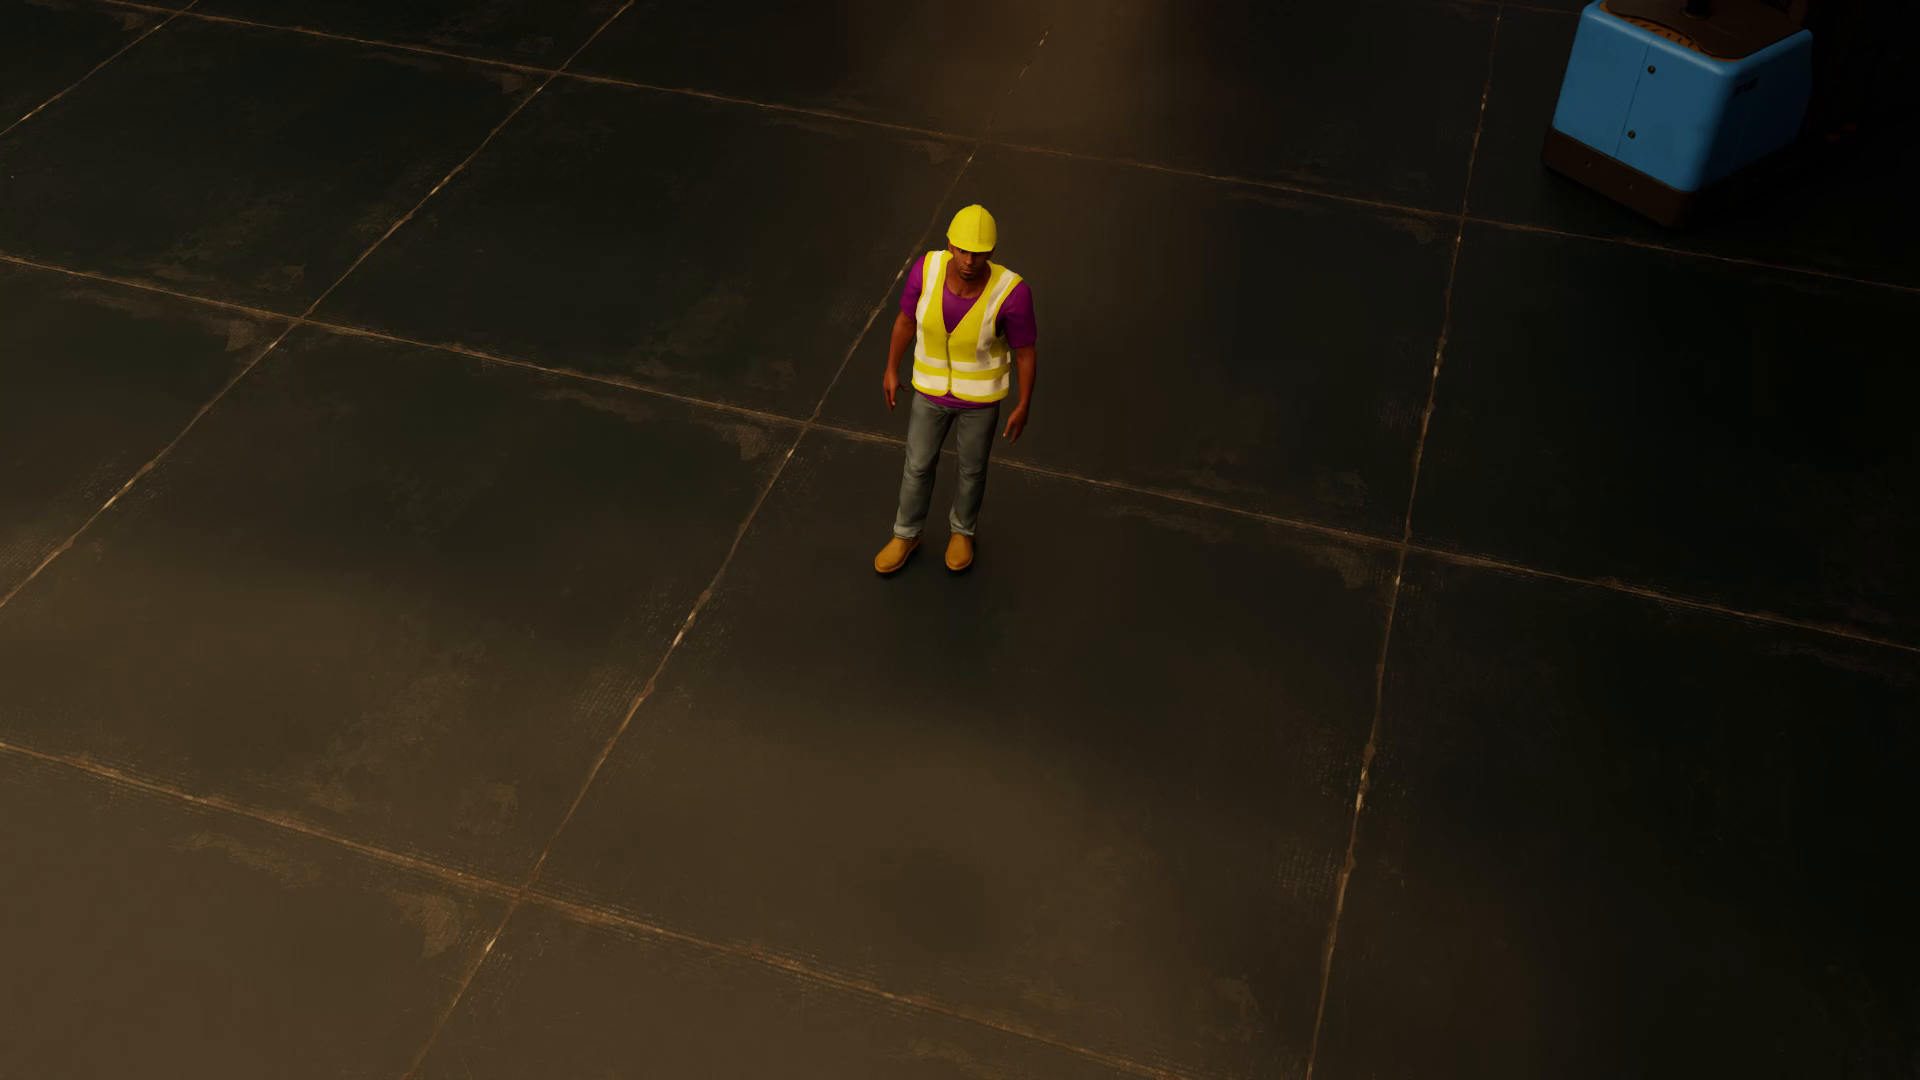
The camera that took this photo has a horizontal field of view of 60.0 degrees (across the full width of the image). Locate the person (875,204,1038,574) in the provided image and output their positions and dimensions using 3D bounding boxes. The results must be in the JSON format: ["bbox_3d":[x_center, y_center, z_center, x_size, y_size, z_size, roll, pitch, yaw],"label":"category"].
[{"bbox_3d":[-0.027,-0.608,7.187,0.665,1.765,0.577,12,44,13],"label":"person"}]

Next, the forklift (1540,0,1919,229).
[{"bbox_3d":[5.059,-3.705,9.672,3.031,2.935,1.130,-27,49,-26],"label":"forklift"}]
